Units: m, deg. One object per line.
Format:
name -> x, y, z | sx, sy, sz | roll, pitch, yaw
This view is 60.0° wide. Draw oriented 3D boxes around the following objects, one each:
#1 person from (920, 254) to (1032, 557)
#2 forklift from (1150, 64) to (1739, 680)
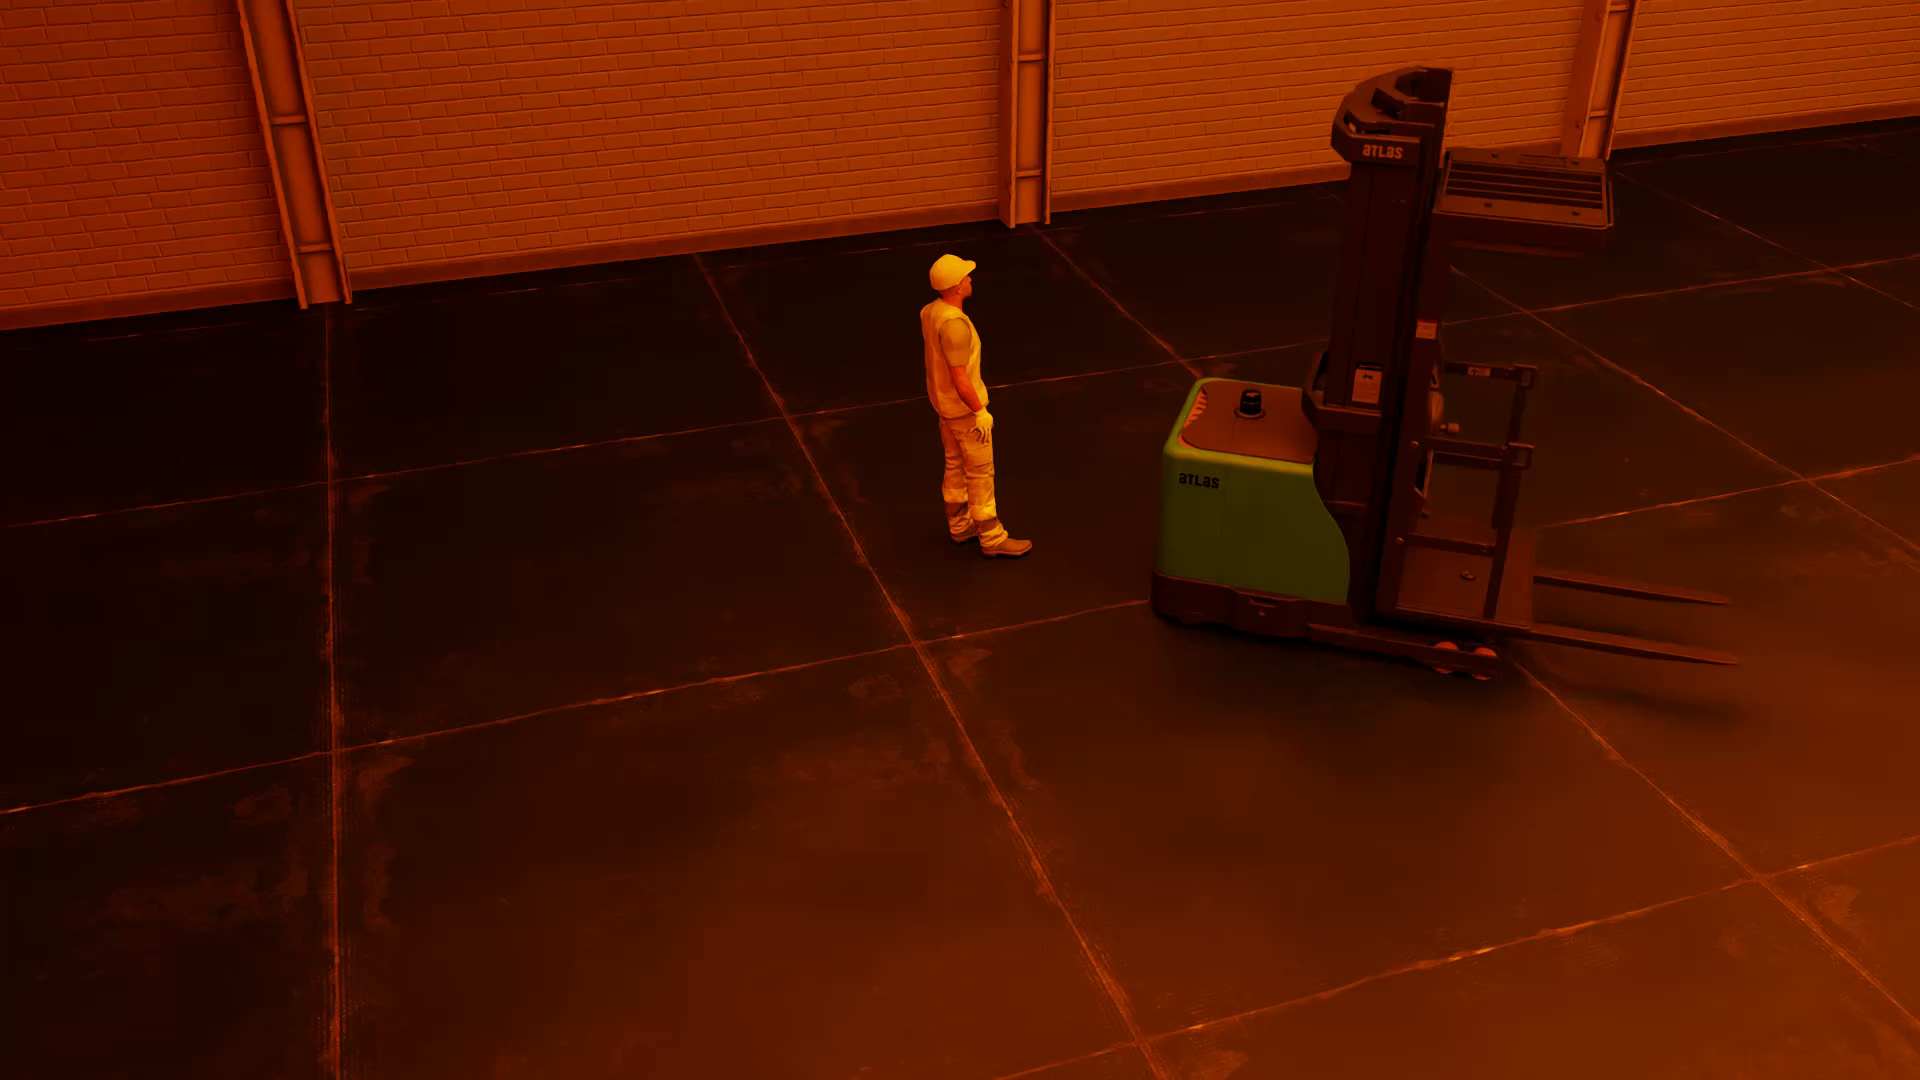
person -> 0.080, -0.789, 9.588 | 0.563, 1.788, 0.638 | -10, 31, -16
forklift -> 2.633, -0.832, 8.534 | 3.031, 2.935, 1.130 | 9, 31, 15
